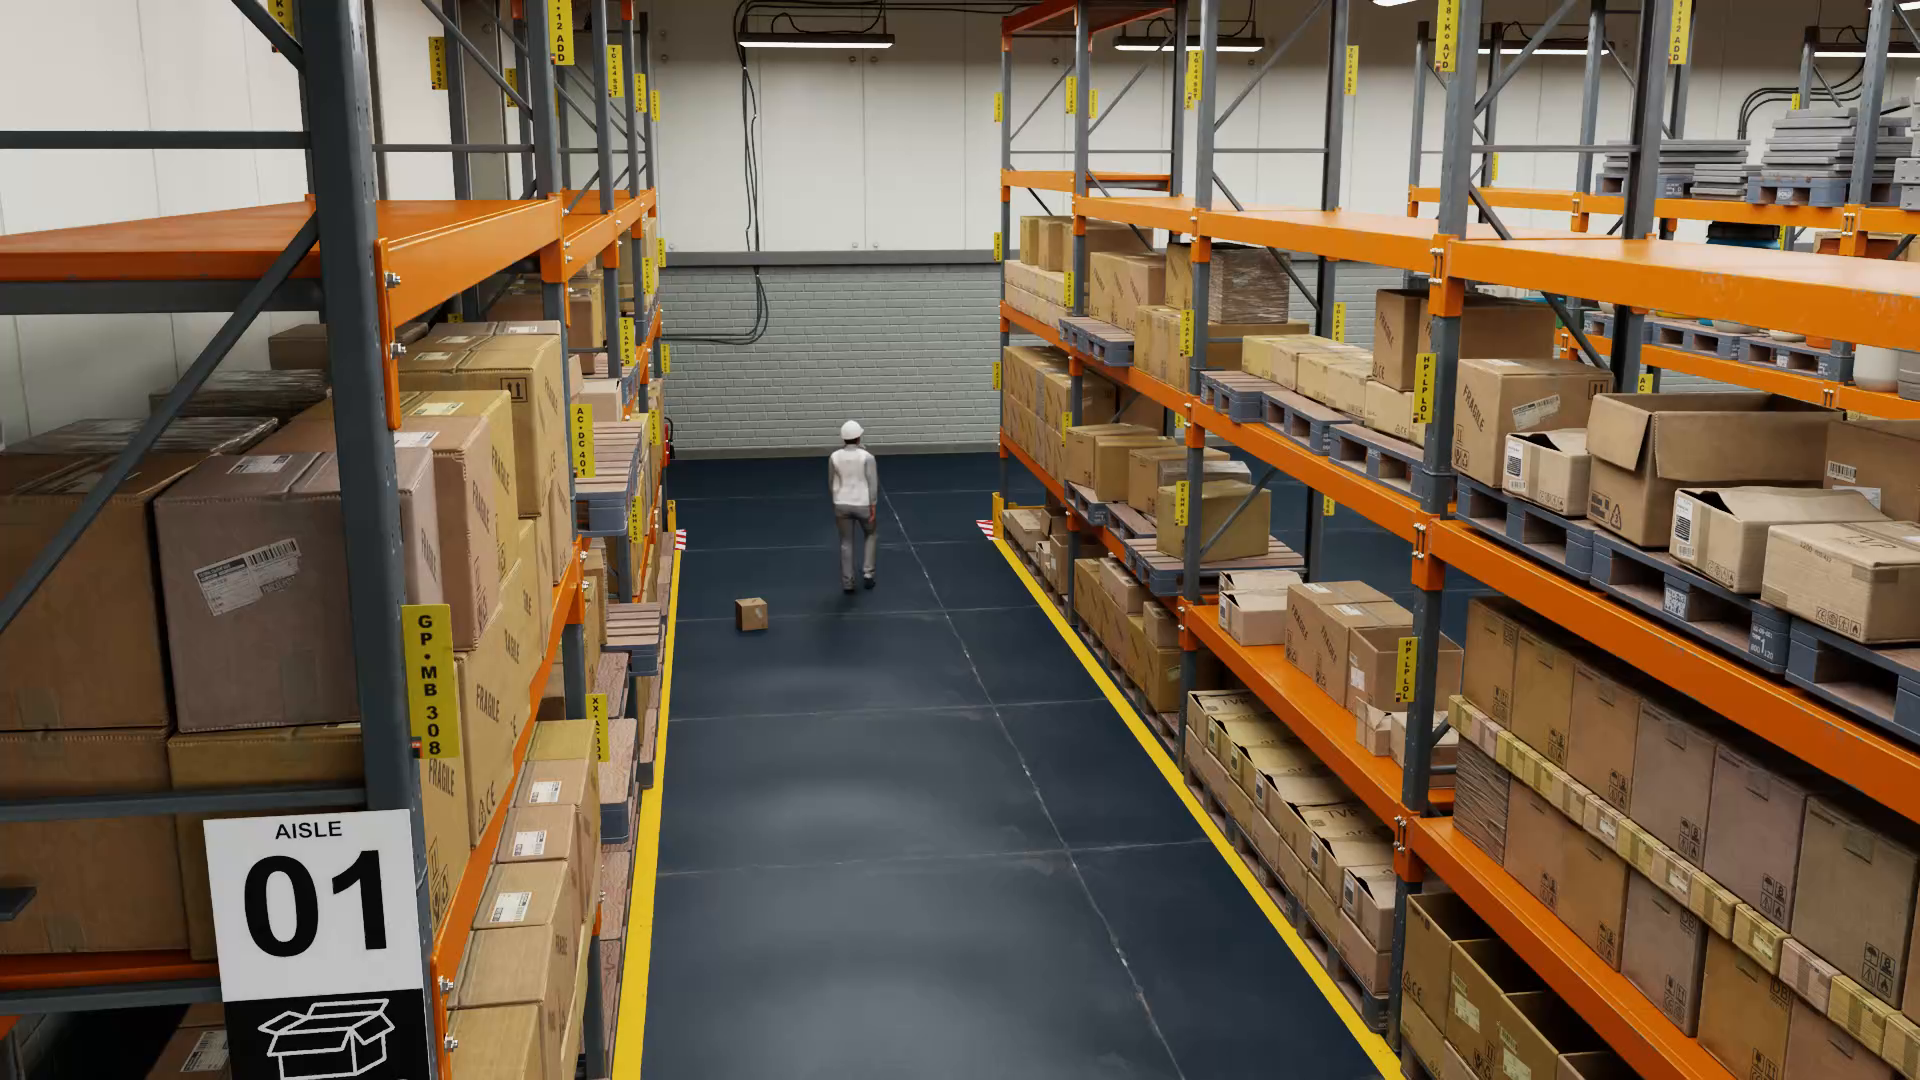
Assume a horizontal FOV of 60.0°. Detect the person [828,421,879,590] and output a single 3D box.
[{"bbox_3d":[-1.111,-0.347,17.458,0.549,1.831,0.537,2,13,8],"label":"person"}]
